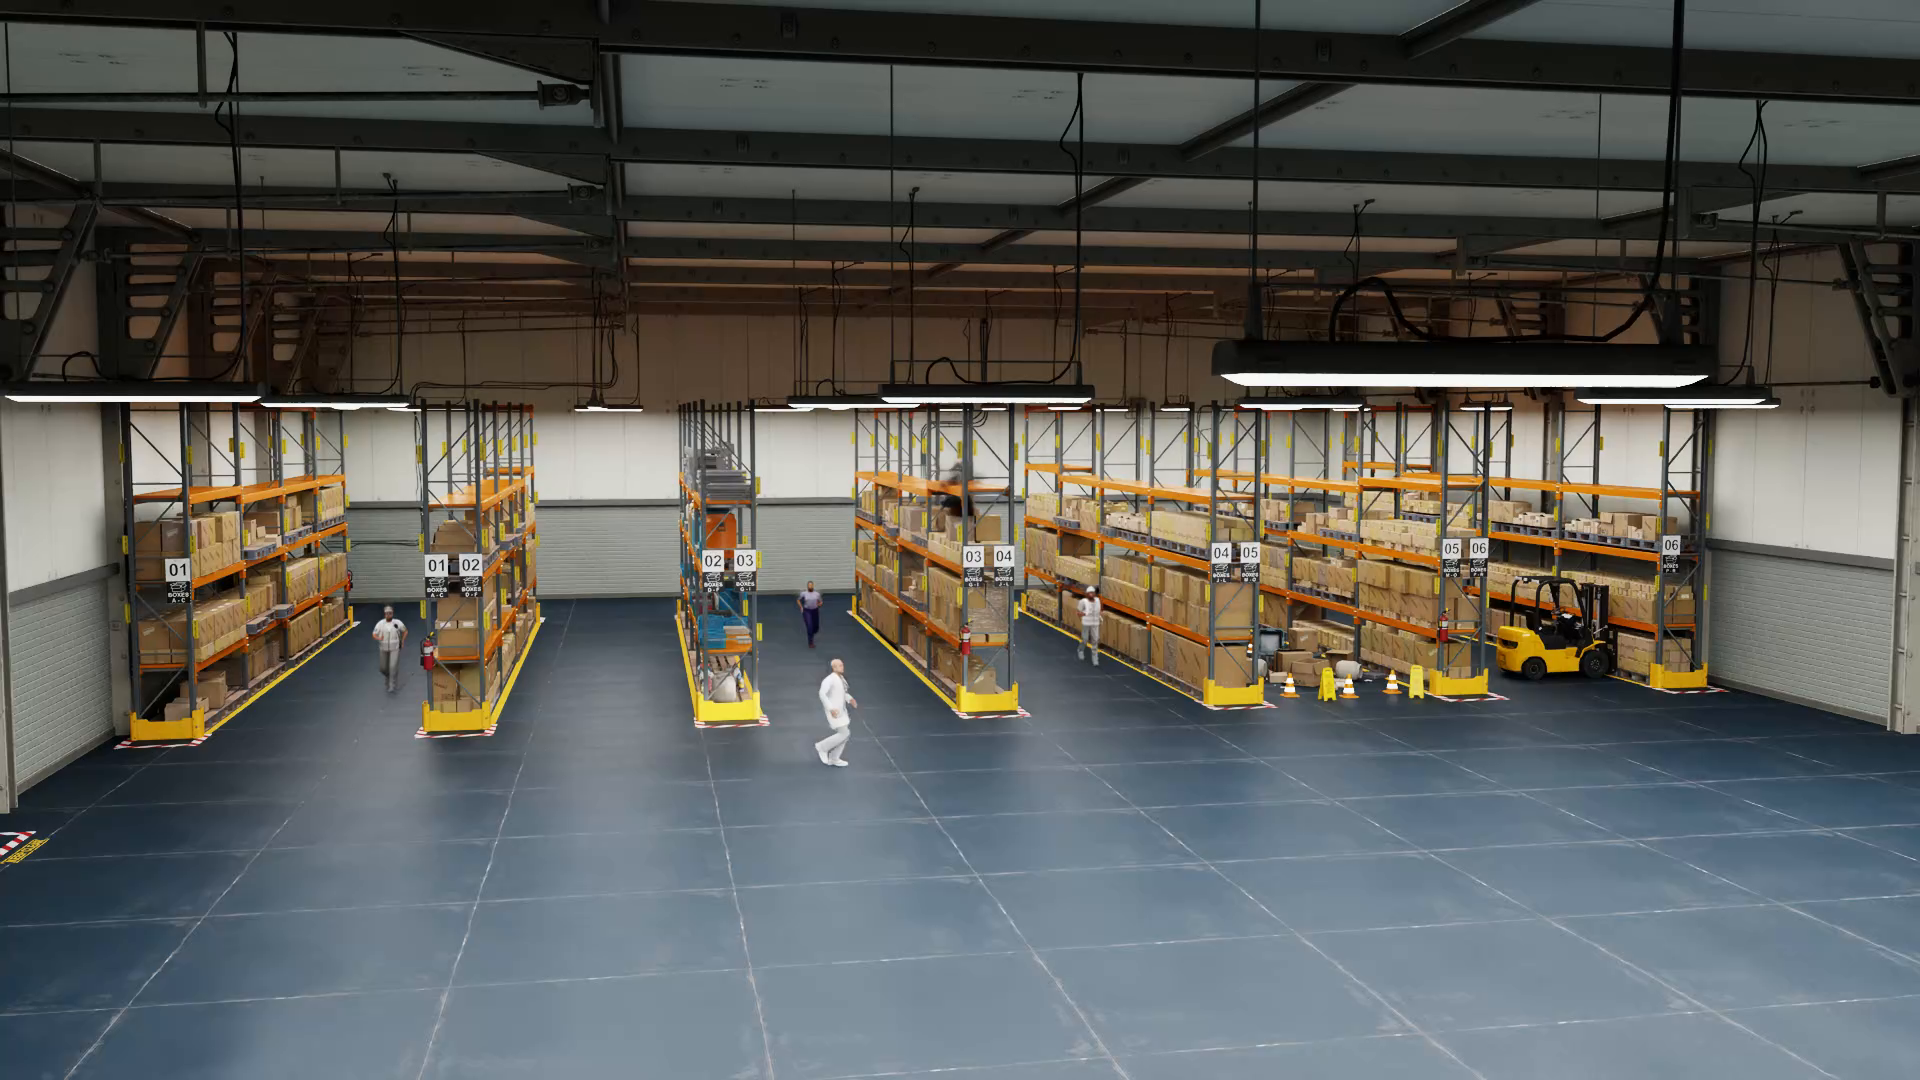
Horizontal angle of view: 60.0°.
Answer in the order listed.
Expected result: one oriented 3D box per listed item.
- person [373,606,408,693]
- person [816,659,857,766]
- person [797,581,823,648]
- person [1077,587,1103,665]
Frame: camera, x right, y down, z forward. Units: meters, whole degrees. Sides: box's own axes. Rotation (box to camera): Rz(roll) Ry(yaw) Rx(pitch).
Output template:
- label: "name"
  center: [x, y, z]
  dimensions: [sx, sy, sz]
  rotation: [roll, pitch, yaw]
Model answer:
- label: "person"
  center: [-11.814, 2.241, 34.468]
  dimensions: [0.675, 1.747, 0.903]
  rotation: [-1, 4, -13]
- label: "person"
  center: [-2.019, 2.809, 27.127]
  dimensions: [0.632, 1.747, 0.727]
  rotation: [1, 4, 13]
- label: "person"
  center: [-3.685, 1.823, 40.972]
  dimensions: [0.619, 1.610, 0.862]
  rotation: [-2, 5, -22]
- label: "person"
  center: [2.965, 1.937, 37.998]
  dimensions: [0.685, 1.765, 0.984]
  rotation: [-1, 4, -17]
